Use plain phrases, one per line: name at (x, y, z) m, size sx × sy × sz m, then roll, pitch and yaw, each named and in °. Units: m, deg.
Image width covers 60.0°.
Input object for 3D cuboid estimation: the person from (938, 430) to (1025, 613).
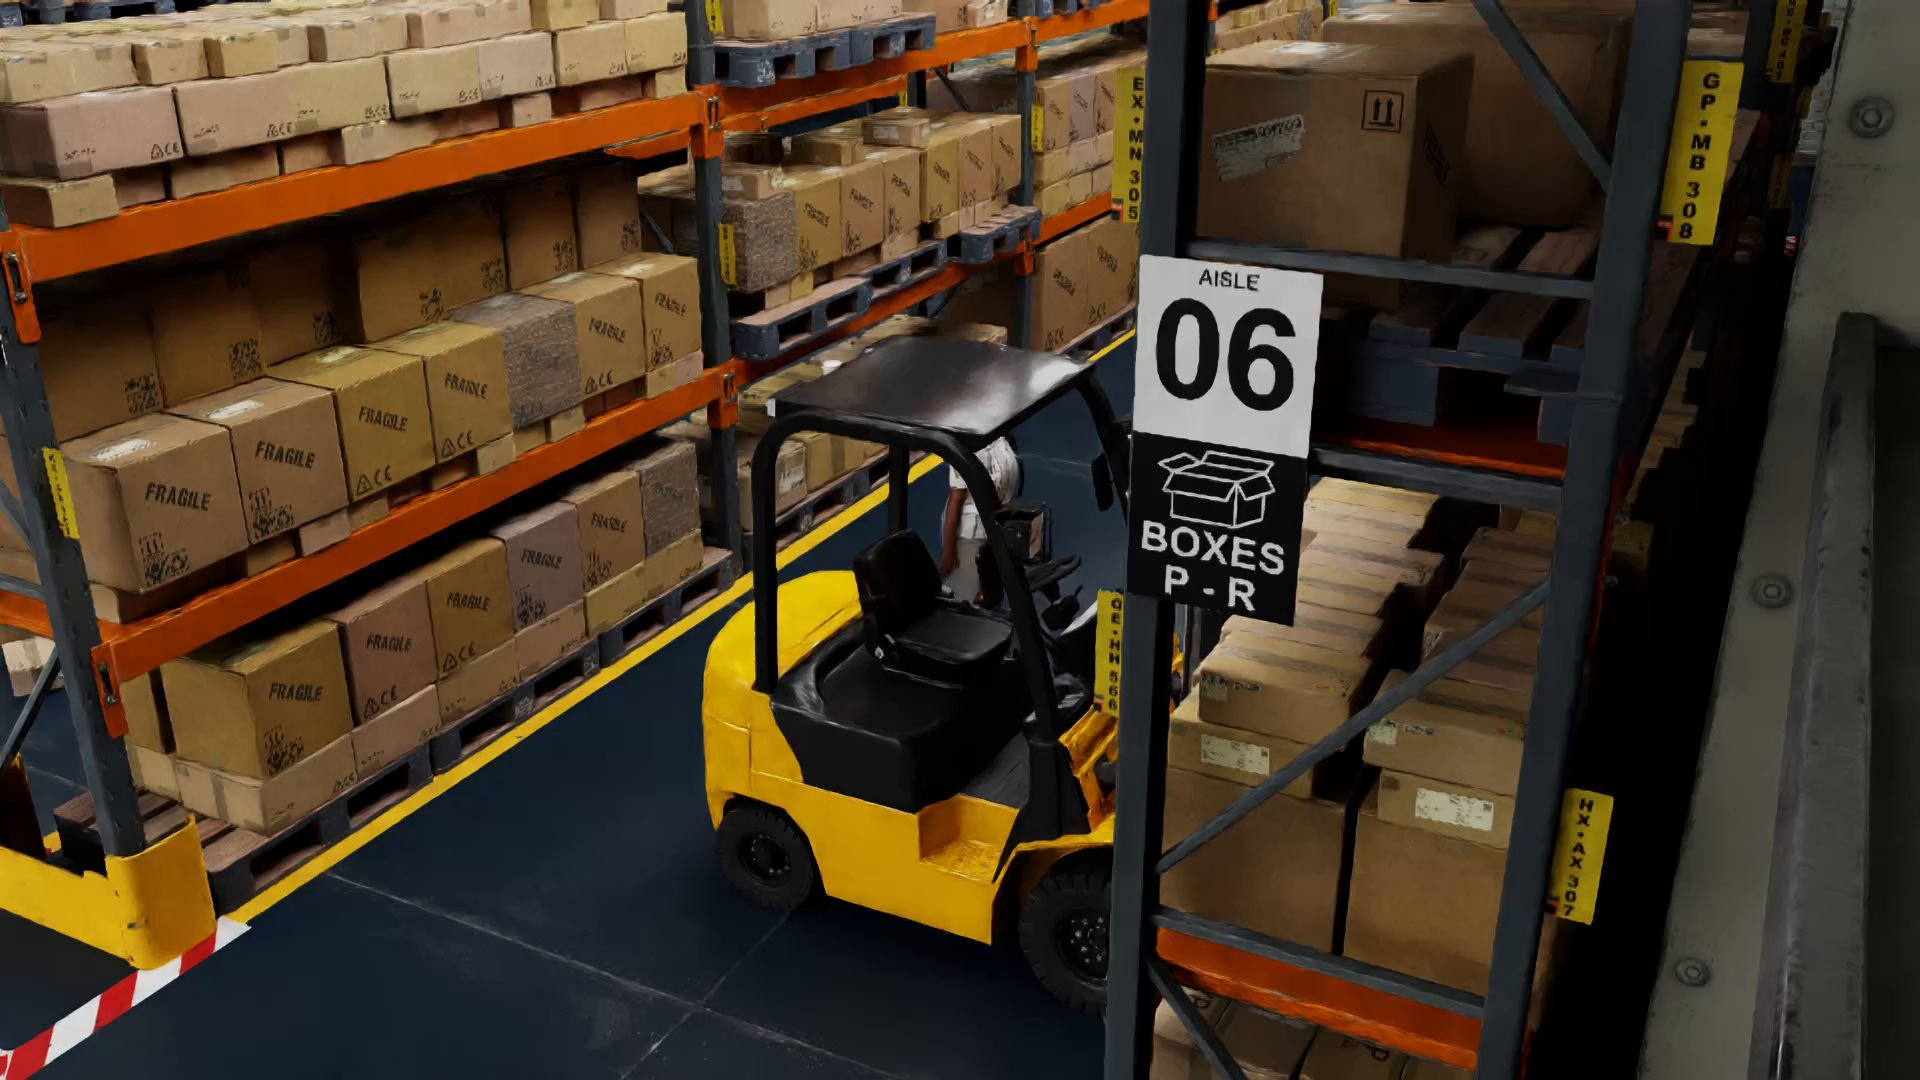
person at (0.112, 0.010, 8.188) m, size 0.506 × 1.652 × 0.596 m, roll 15°, pitch 27°, yaw 32°
